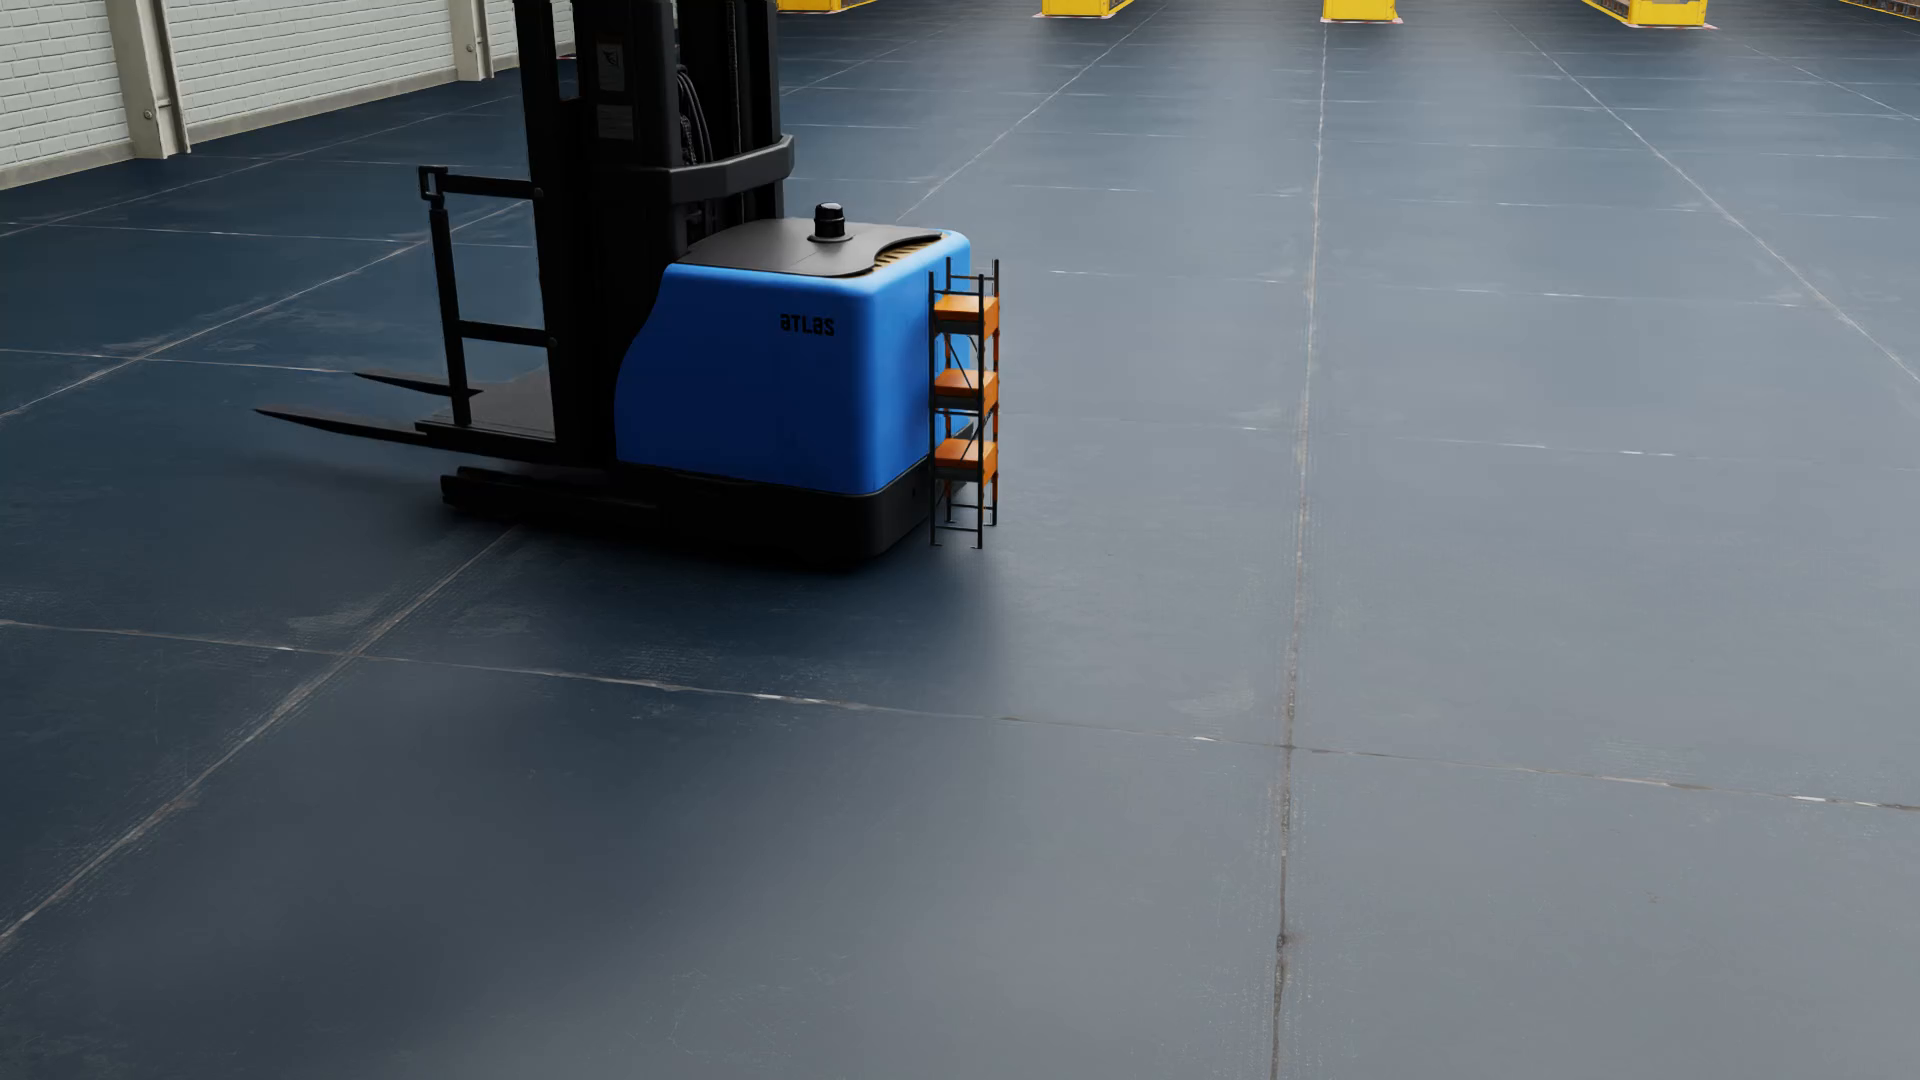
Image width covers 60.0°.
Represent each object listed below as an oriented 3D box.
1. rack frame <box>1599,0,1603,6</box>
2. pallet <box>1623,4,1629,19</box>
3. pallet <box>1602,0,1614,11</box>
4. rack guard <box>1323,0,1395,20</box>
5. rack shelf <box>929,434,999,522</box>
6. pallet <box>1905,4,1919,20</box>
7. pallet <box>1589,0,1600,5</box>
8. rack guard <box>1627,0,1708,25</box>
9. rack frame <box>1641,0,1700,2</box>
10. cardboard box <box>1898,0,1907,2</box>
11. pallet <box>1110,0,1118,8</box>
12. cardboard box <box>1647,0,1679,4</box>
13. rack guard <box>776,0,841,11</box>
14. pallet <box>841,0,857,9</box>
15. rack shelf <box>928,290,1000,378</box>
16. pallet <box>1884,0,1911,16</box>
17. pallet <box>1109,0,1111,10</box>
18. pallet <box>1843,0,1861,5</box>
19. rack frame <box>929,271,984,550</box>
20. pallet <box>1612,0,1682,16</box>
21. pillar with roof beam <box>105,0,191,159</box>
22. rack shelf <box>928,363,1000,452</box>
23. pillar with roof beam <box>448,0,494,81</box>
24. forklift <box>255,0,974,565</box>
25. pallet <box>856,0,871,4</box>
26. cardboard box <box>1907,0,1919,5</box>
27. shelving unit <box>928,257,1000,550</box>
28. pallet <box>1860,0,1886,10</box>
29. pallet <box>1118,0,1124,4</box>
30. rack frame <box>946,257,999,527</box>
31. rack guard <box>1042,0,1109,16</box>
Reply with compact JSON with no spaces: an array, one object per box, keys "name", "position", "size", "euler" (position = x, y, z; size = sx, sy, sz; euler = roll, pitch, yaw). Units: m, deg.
[{"name":"rack frame","position":[12.569,-11.446,30.759],"size":[1.000,3.000,0.127],"euler":[4,22,11]},{"name":"pallet","position":[11.968,-9.012,28.447],"size":[1.003,0.211,1.213],"euler":[4,22,11]},{"name":"pallet","position":[12.466,-9.904,30.663],"size":[1.003,0.211,1.213],"euler":[4,22,11]},{"name":"rack guard","position":[6.873,-9.233,28.609],"size":[1.175,0.500,0.348],"euler":[4,22,11]},{"name":"rack shelf","position":[0.016,-0.238,6.311],"size":[0.215,0.259,0.240],"euler":[5,23,13]},{"name":"pallet","position":[16.925,-9.018,28.462],"size":[1.003,0.211,1.213],"euler":[4,22,11]},{"name":"pallet","position":[12.726,-10.437,31.987],"size":[1.003,0.211,1.213],"euler":[4,22,11]},{"name":"rack guard","position":[11.768,-8.851,27.662],"size":[1.175,0.500,0.348],"euler":[4,22,11]},{"name":"rack frame","position":[11.752,-9.983,27.126],"size":[1.000,3.000,0.127],"euler":[4,22,11]},{"name":"cardboard box","position":[17.207,-10.015,29.489],"size":[0.875,0.875,0.875],"euler":[5,22,12]},{"name":"pallet","position":[2.421,-10.174,31.333],"size":[1.003,0.211,1.213],"euler":[4,22,11]},{"name":"cardboard box","position":[11.896,-9.246,28.079],"size":[0.500,0.500,0.500],"euler":[9,24,21]},{"name":"rack guard","position":[-2.780,-9.984,30.475],"size":[1.175,0.500,0.348],"euler":[4,22,11]},{"name":"pallet","position":[-2.579,-10.145,31.260],"size":[1.003,0.211,1.213],"euler":[4,22,11]},{"name":"rack shelf","position":[0.016,-0.759,6.101],"size":[0.215,0.259,0.240],"euler":[5,23,13]},{"name":"pallet","position":[17.172,-9.465,29.573],"size":[1.003,0.211,1.213],"euler":[4,22,11]},{"name":"pallet","position":[2.170,-9.729,30.228],"size":[1.003,0.211,1.213],"euler":[4,22,11]},{"name":"pallet","position":[17.734,-10.473,32.075],"size":[1.003,0.211,1.213],"euler":[4,22,11]},{"name":"rack frame","position":[-0.013,-0.461,6.093],"size":[0.200,1.050,0.008],"euler":[5,23,13]},{"name":"pallet","position":[12.219,-9.457,29.552],"size":[1.003,0.211,1.213],"euler":[4,22,11]},{"name":"pillar with roof beam","position":[-2.958,-7.309,12.457],"size":[9.100,9.000,0.400],"euler":[4,22,11]},{"name":"rack shelf","position":[0.016,-0.495,6.207],"size":[0.215,0.259,0.240],"euler":[5,23,13]},{"name":"pillar with roof beam","position":[-1.733,-9.504,17.906],"size":[9.100,9.000,0.400],"euler":[4,22,11]},{"name":"forklift","position":[-1.512,-1.612,6.432],"size":[3.031,2.935,1.130],"euler":[9,24,21]},{"name":"pallet","position":[-2.328,-10.589,32.364],"size":[1.003,0.211,1.213],"euler":[4,22,11]},{"name":"cardboard box","position":[17.026,-9.686,28.669],"size":[0.875,0.875,0.875],"euler":[5,22,11]},{"name":"shelving unit","position":[0.016,-0.505,6.203],"size":[0.215,1.050,0.252],"euler":[5,23,13]},{"name":"pallet","position":[17.487,-10.025,30.964],"size":[1.003,0.211,1.213],"euler":[4,22,11]},{"name":"pallet","position":[2.668,-10.621,32.444],"size":[1.003,0.211,1.213],"euler":[4,22,11]},{"name":"rack frame","position":[0.046,-0.549,6.313],"size":[0.200,1.050,0.008],"euler":[5,23,13]},{"name":"rack guard","position":[2.050,-9.571,29.450],"size":[1.175,0.500,0.348],"euler":[4,22,11]}]
